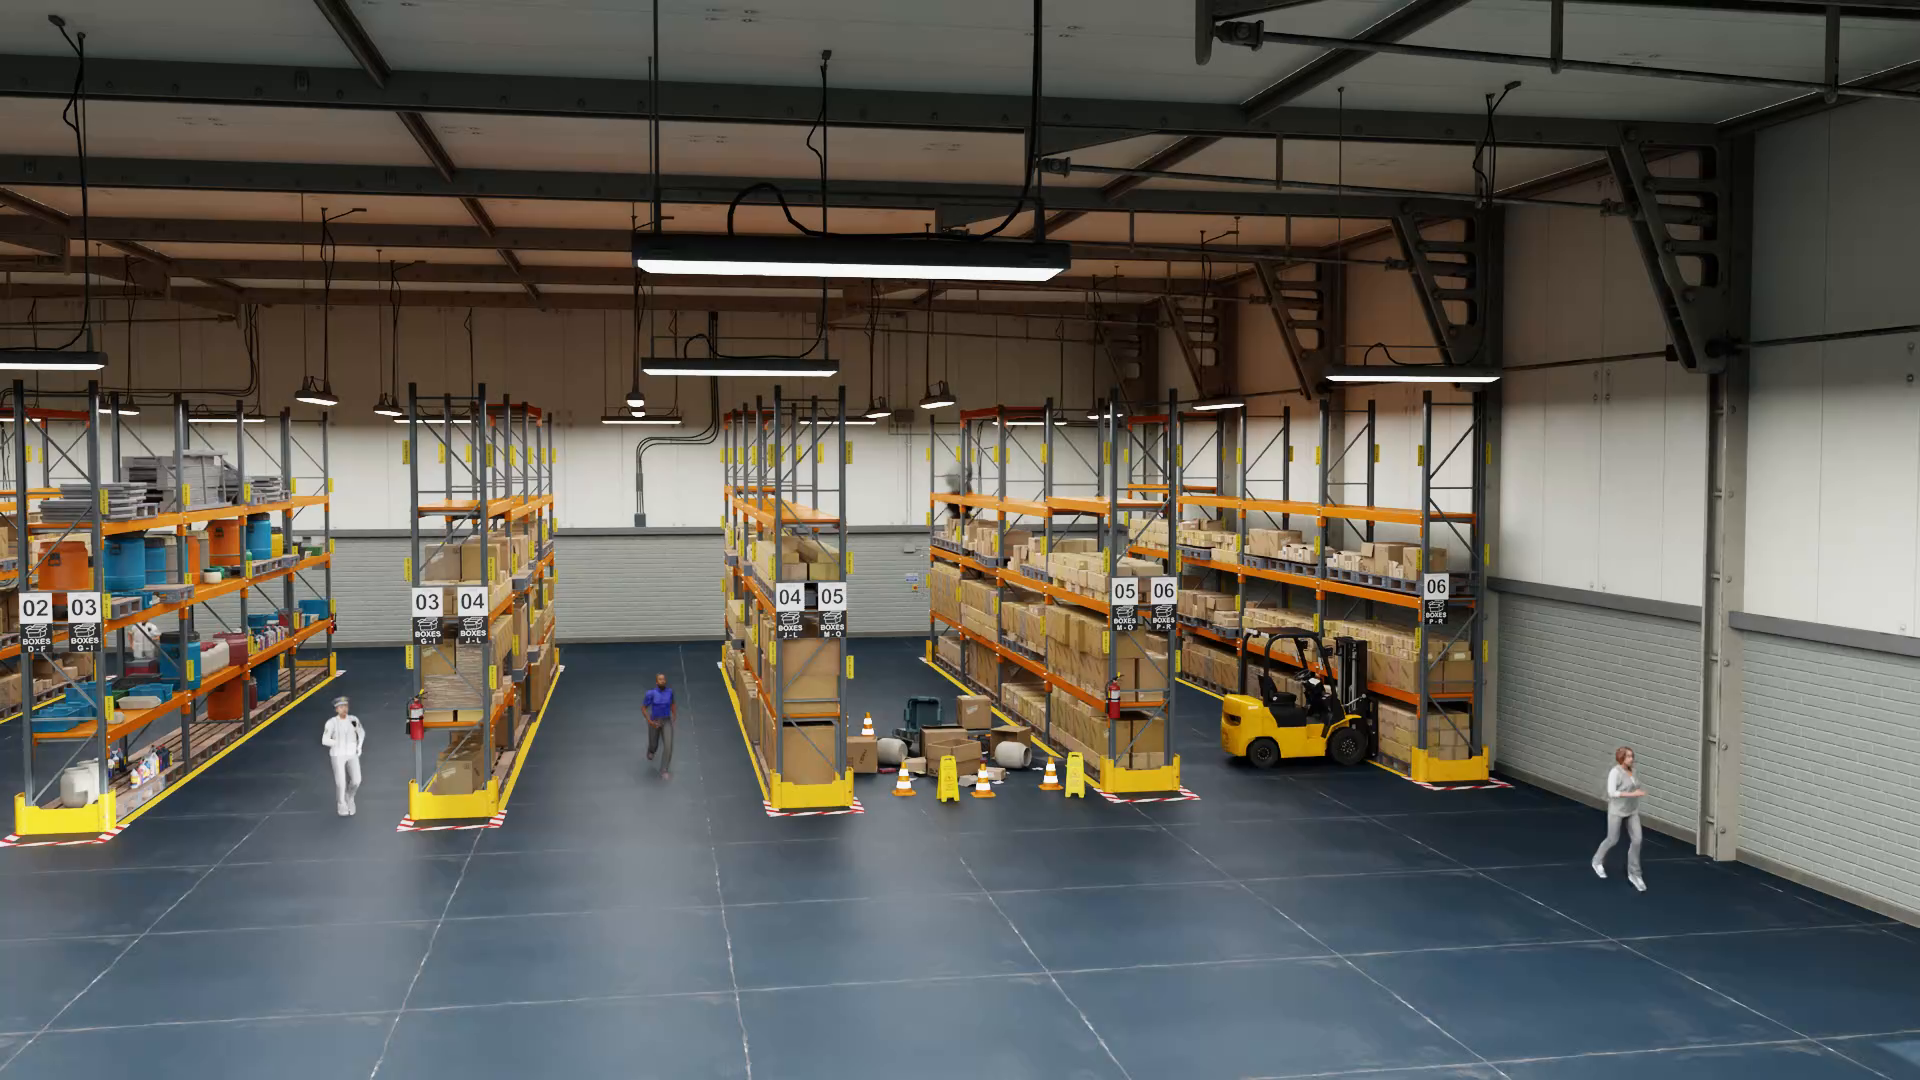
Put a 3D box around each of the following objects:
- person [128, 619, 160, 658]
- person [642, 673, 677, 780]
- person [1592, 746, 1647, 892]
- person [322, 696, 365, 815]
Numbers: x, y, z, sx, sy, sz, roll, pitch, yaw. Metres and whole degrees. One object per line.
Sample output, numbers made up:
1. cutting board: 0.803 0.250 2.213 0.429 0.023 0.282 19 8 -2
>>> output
1. person: -17.398 2.384 35.477 0.626 1.680 0.906 -1 3 -26
2. person: -4.694 2.900 26.048 0.568 1.632 0.867 -1 3 -22
3. person: 7.685 3.218 19.353 0.530 1.634 0.770 -1 3 -21
4. person: -8.485 2.994 22.991 0.599 1.666 0.577 -2 3 -32
